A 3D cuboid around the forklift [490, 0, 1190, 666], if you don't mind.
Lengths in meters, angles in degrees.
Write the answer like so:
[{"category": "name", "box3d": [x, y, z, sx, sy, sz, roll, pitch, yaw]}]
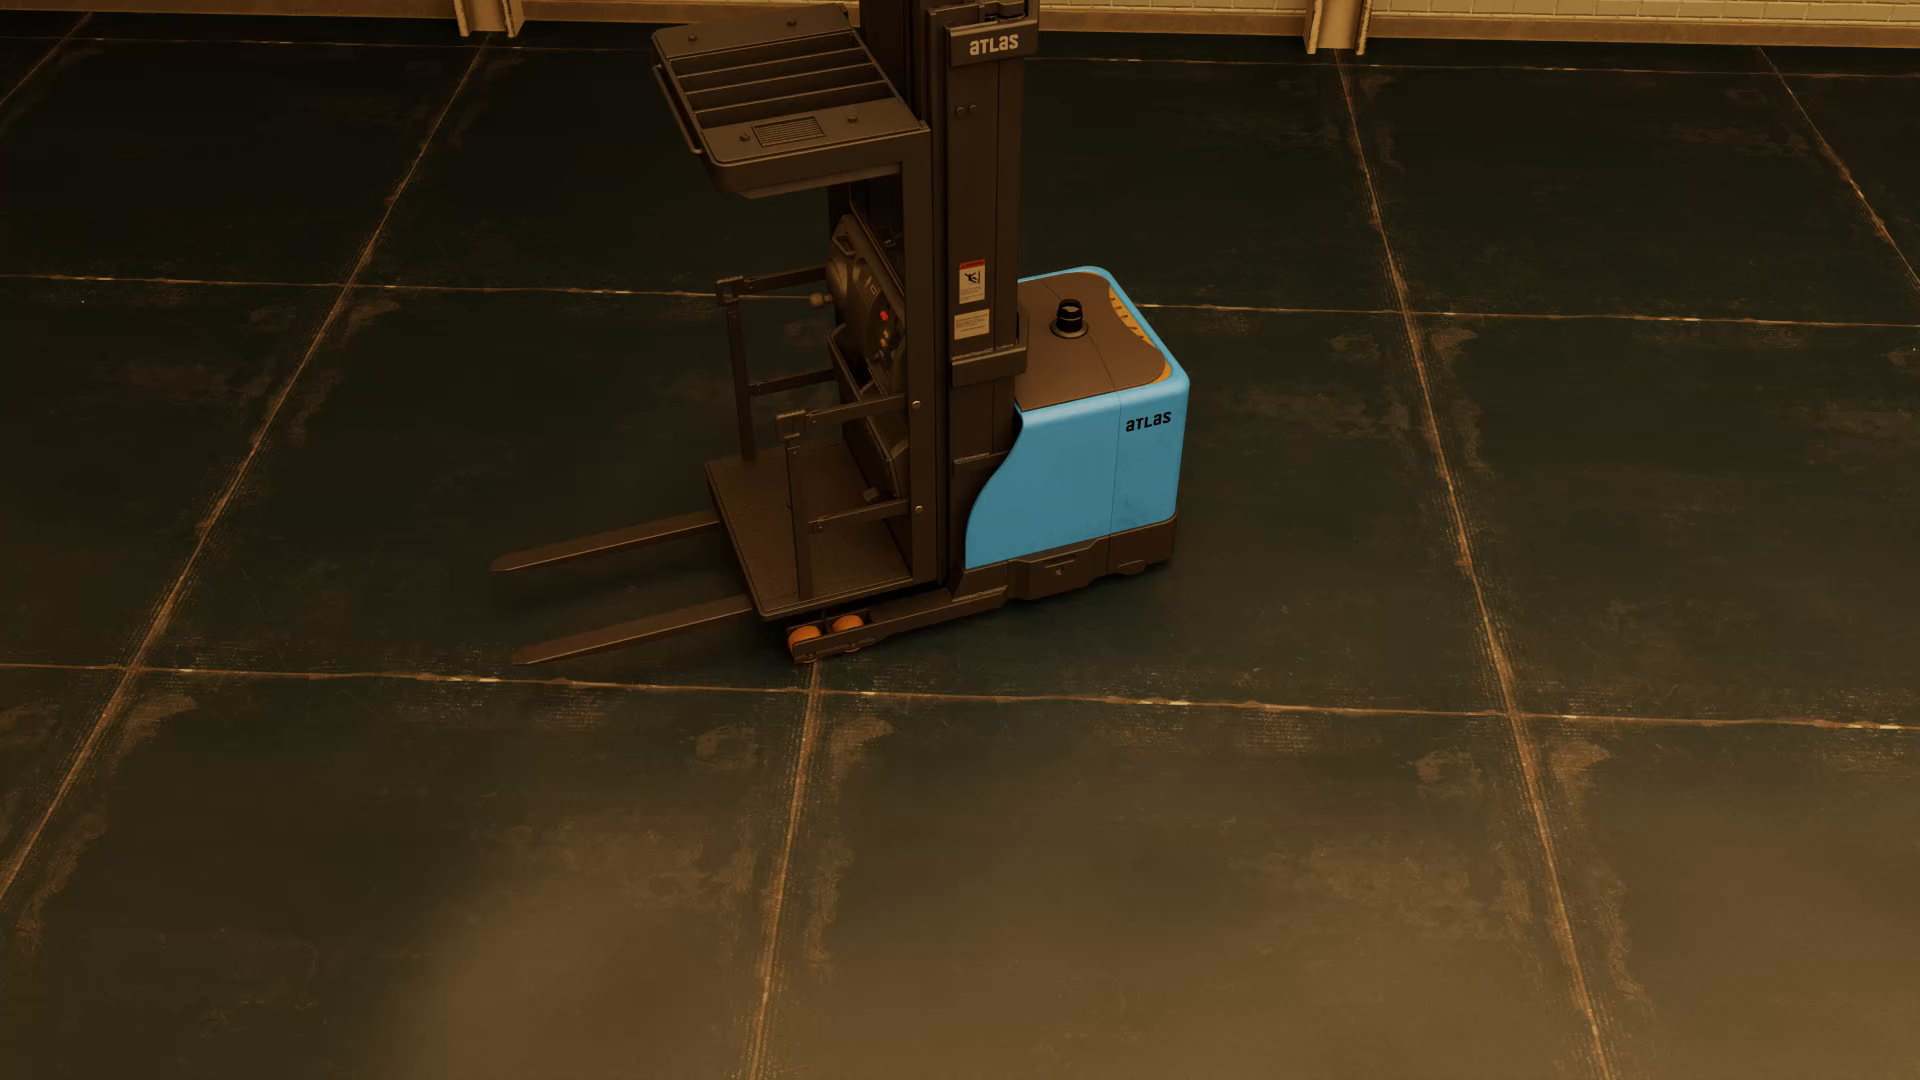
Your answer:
[{"category": "forklift", "box3d": [-0.573, -0.945, 6.778, 3.031, 2.935, 1.130, -13, 44, -14]}]
